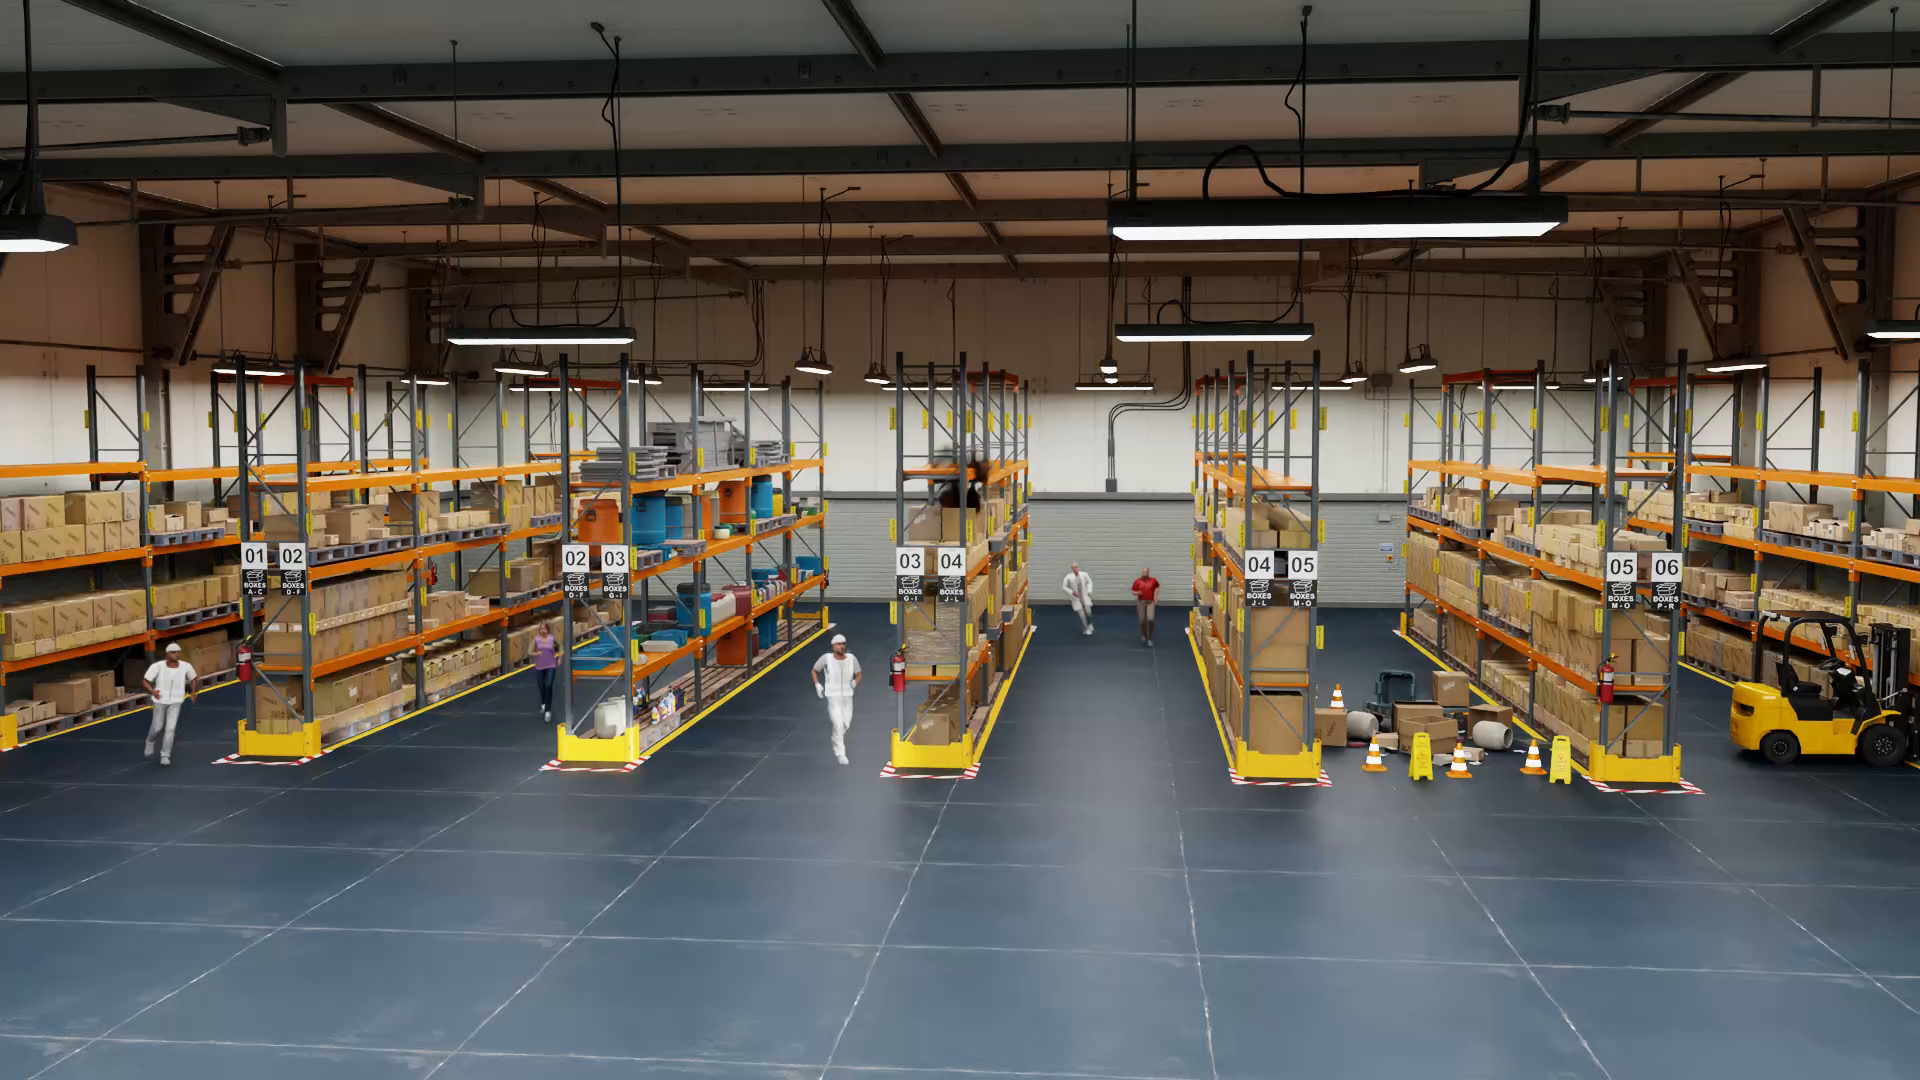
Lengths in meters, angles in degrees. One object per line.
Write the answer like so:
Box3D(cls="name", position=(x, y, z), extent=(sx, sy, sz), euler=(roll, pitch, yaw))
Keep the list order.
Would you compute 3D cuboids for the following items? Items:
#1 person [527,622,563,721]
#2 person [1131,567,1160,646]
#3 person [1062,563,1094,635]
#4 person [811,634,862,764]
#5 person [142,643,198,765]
Box3D(cls="person", position=(-7.011, 2.191, 28.099), extent=(0.565, 1.631, 0.778), euler=(-1, 4, -8))
Box3D(cls="person", position=(4.166, 1.507, 37.344), extent=(0.640, 1.798, 0.795), euler=(0, 4, 7))
Box3D(cls="person", position=(2.789, 1.380, 39.037), extent=(0.772, 1.702, 0.594), euler=(0, 4, -4))
Box3D(cls="person", position=(-1.735, 2.231, 23.687), extent=(0.695, 1.789, 0.865), euler=(-2, 4, -24))
Box3D(cls="person", position=(-11.639, 2.385, 24.539), extent=(0.762, 1.739, 0.862), euler=(-3, 5, -33))
